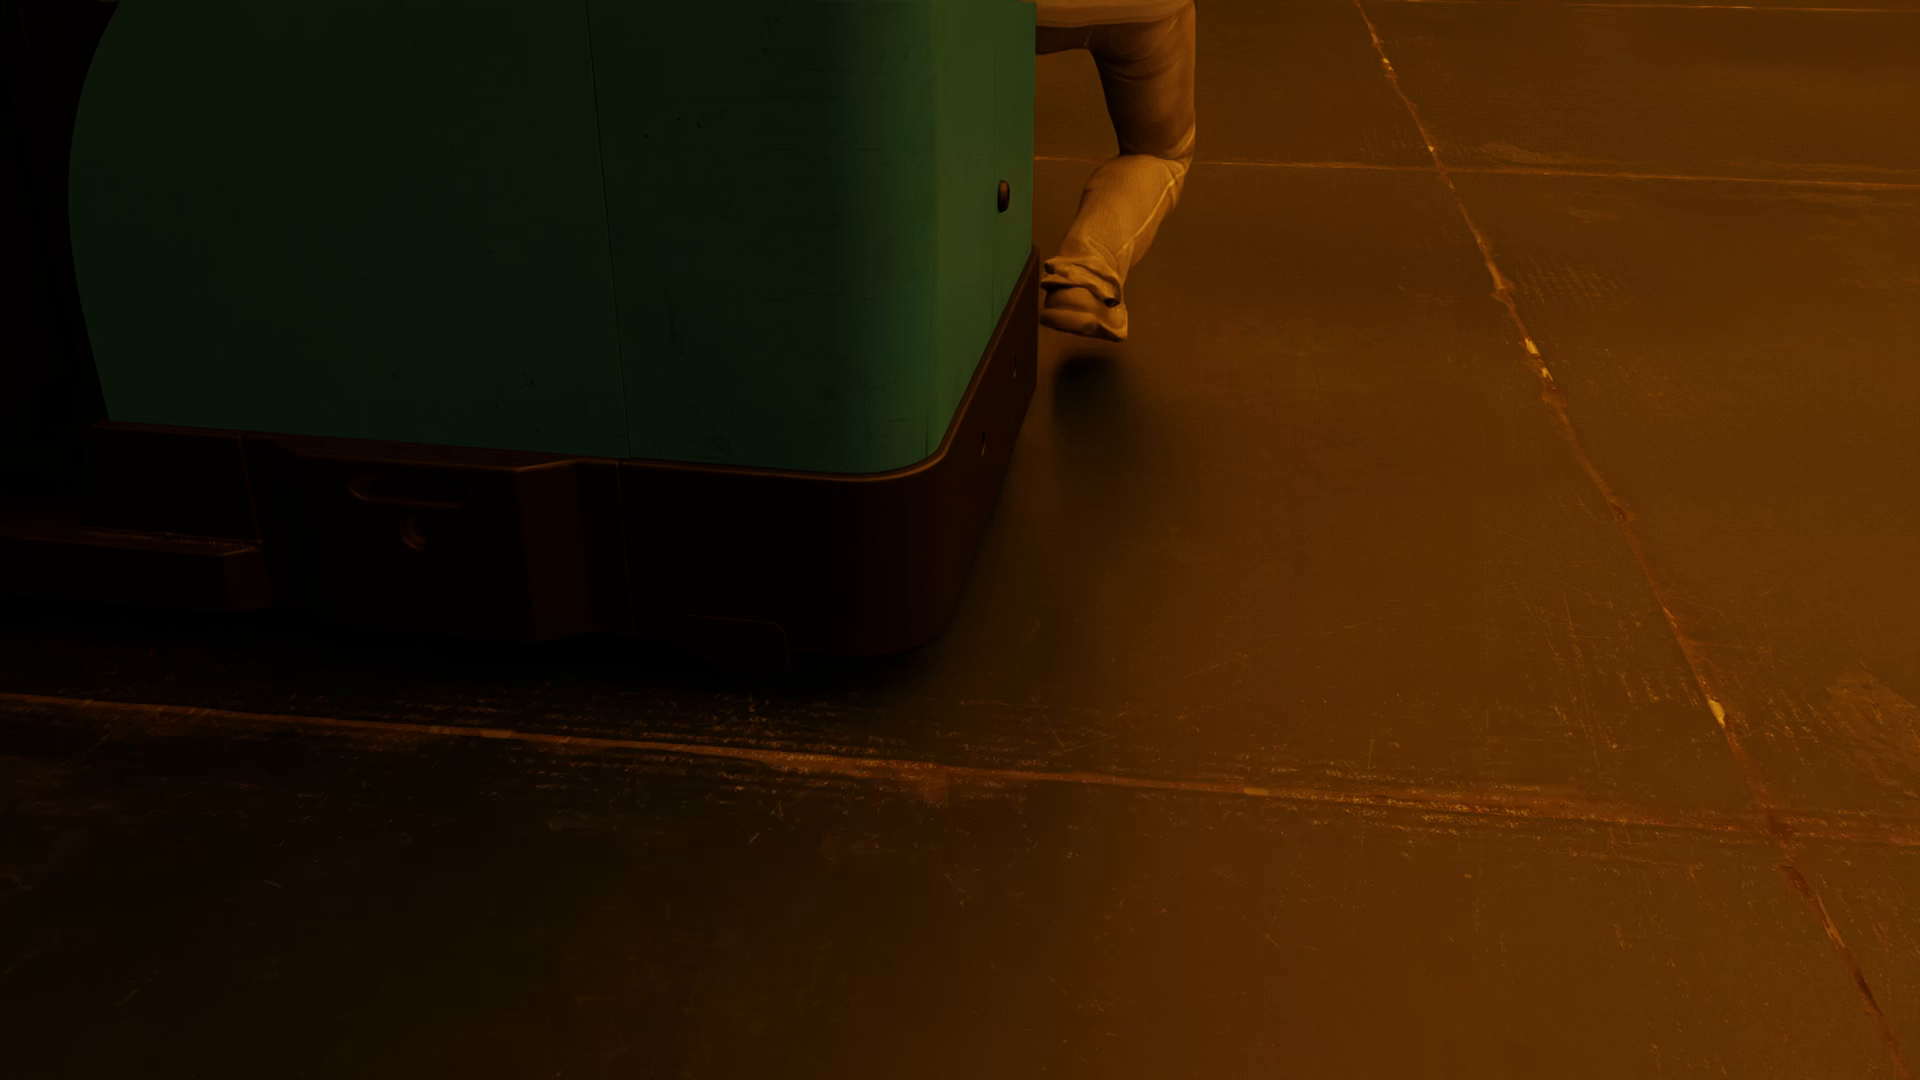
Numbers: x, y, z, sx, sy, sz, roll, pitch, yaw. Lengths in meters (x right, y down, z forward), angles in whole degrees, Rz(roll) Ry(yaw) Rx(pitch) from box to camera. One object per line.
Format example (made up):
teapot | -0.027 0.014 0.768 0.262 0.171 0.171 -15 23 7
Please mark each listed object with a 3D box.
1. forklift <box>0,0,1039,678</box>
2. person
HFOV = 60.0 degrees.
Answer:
forklift | -1.434 -1.443 2.109 3.031 2.935 1.130 5 27 9
person | -0.043 -1.166 3.061 1.154 1.635 0.842 1 27 3
